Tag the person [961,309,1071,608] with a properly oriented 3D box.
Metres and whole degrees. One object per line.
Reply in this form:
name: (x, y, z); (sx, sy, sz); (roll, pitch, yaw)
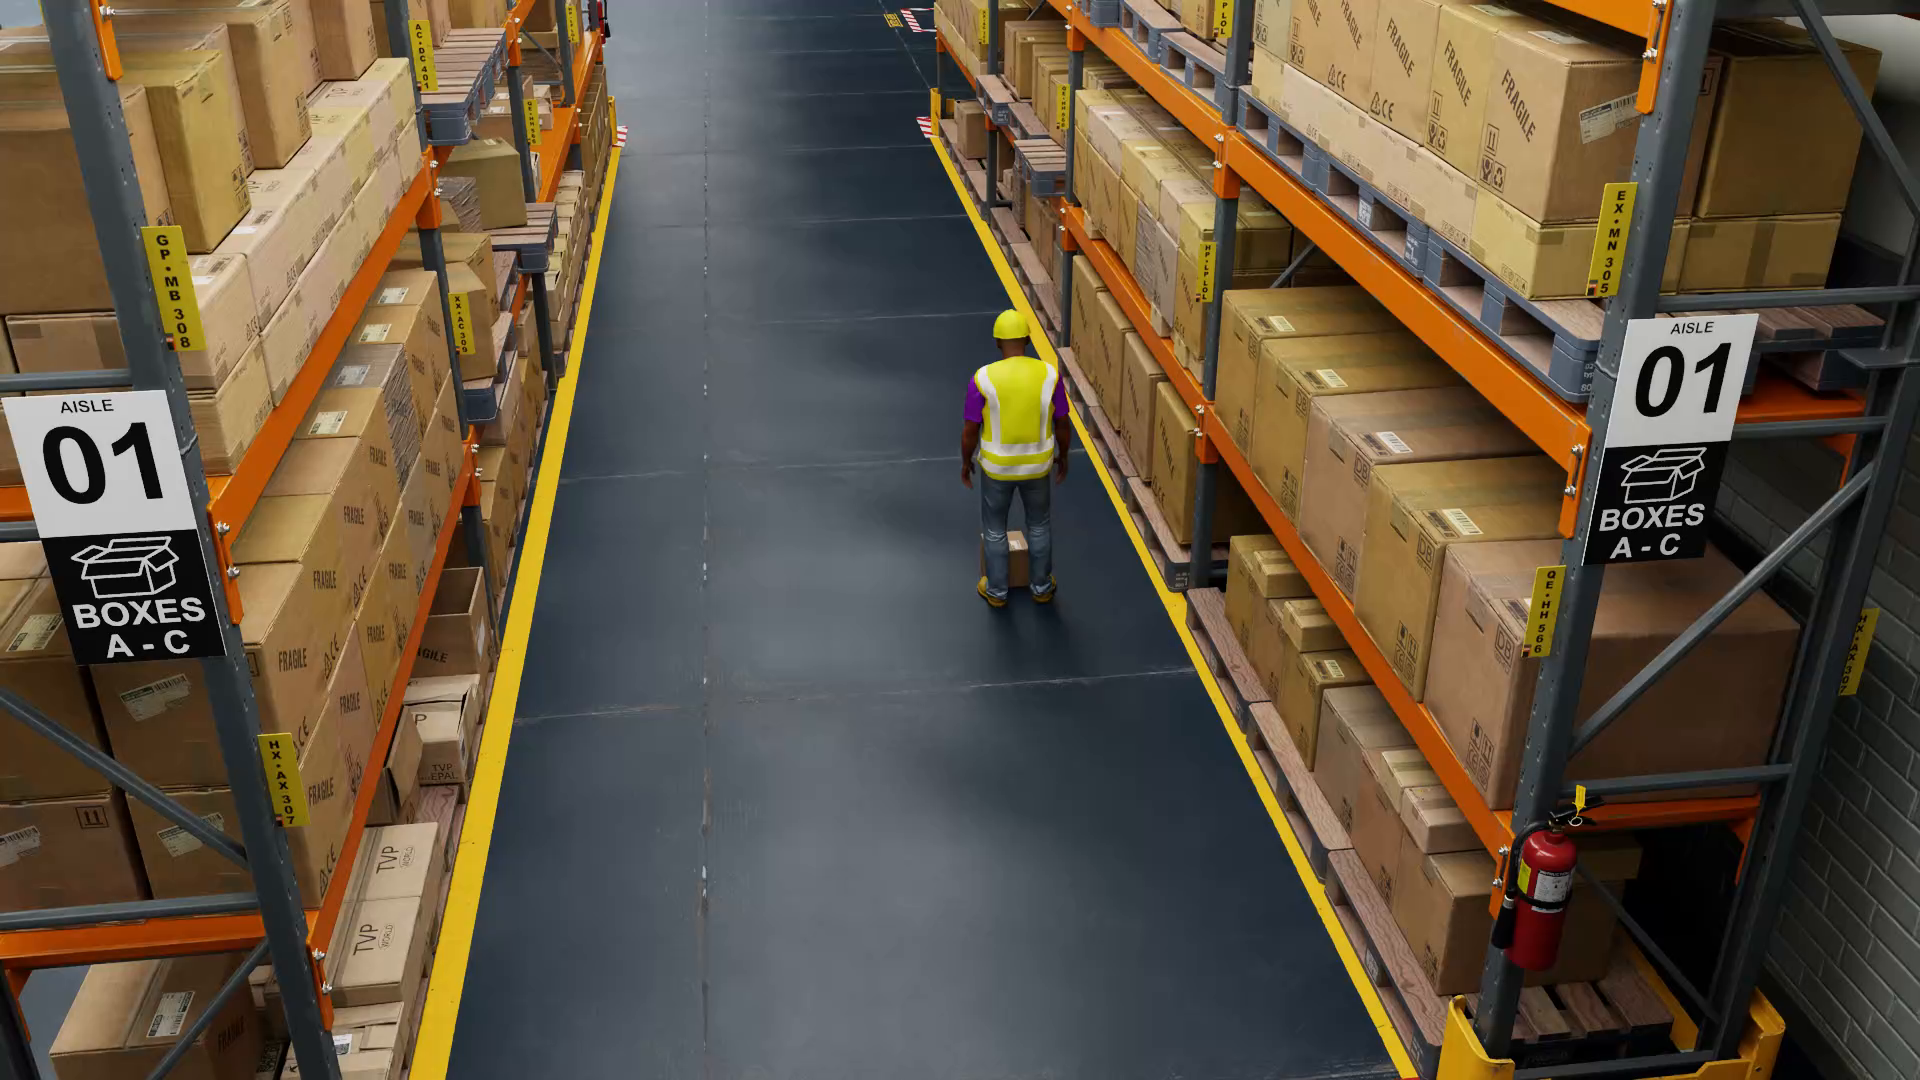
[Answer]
person: (0.315, -0.452, 9.485); (0.628, 1.761, 0.451); (-3, 27, -6)
